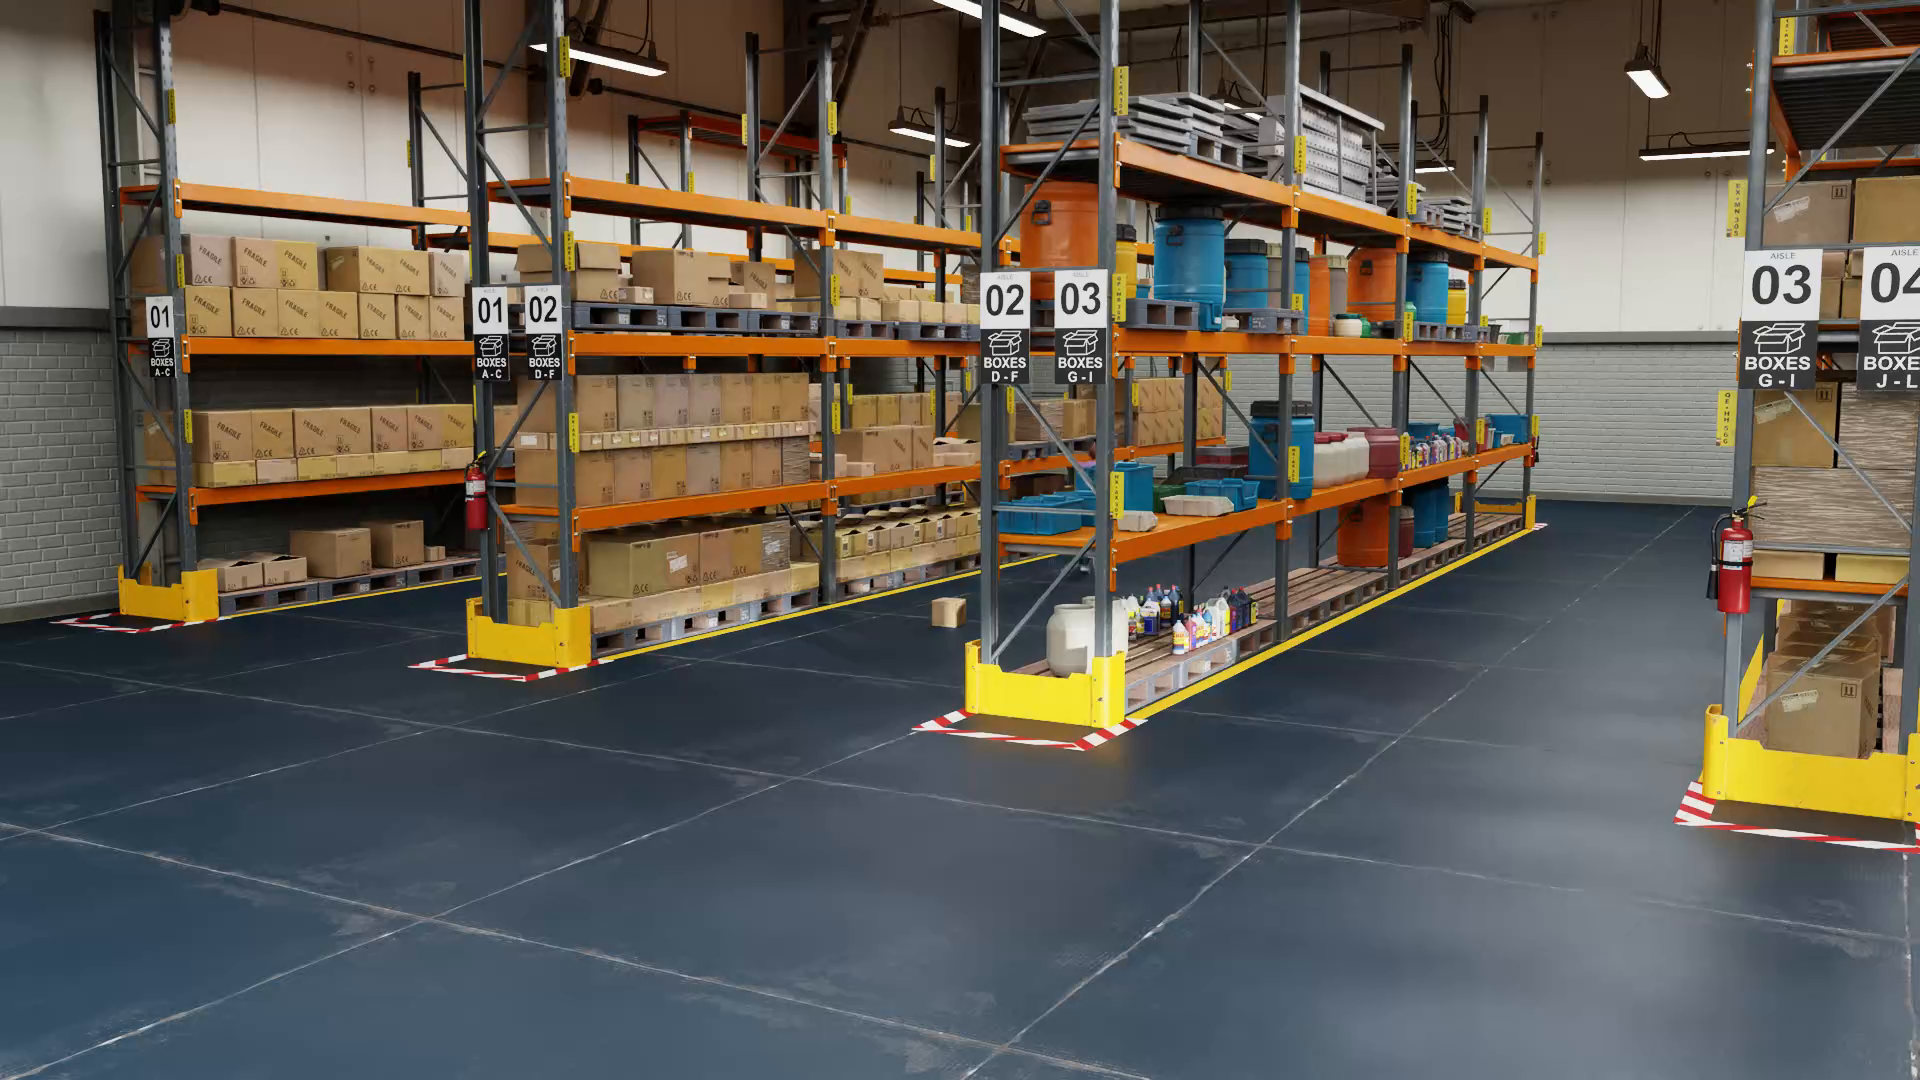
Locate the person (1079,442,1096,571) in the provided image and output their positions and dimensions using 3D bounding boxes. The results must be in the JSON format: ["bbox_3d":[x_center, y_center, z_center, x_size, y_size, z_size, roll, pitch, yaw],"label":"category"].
[{"bbox_3d":[1.672,-0.409,20.314,0.450,1.548,0.859,2,6,18],"label":"person"}]
